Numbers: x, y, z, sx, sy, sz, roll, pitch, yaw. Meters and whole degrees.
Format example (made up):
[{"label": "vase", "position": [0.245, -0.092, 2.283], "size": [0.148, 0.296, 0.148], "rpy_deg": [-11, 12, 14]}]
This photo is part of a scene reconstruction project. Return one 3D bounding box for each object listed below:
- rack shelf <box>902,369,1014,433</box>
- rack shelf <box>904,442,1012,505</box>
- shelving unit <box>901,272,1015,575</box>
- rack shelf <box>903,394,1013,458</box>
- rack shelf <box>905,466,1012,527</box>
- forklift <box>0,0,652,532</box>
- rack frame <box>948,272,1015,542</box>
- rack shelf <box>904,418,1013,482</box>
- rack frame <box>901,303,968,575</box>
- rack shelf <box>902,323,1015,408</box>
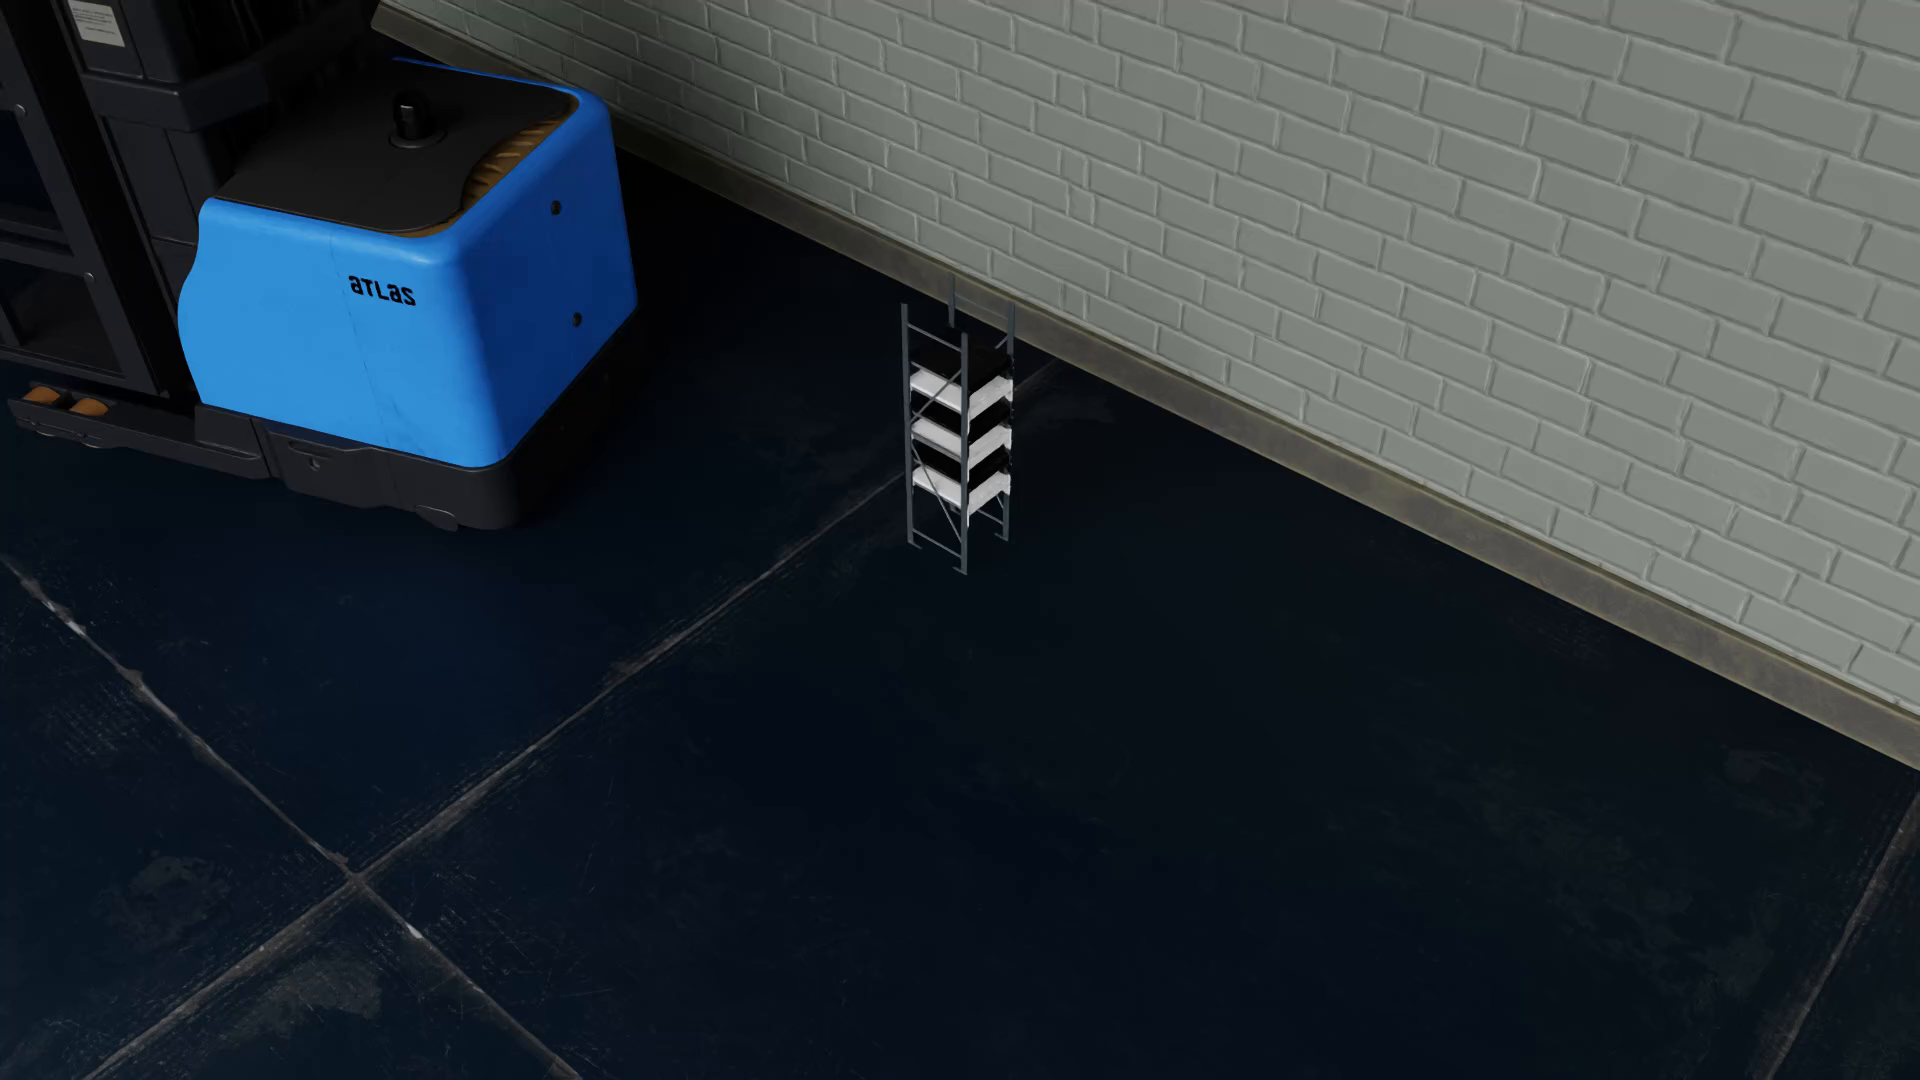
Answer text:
[{"label": "rack shelf", "position": [-0.005, -0.437, 4.844], "size": [0.258, 0.077, 0.200], "rpy_deg": [29, 50, 28]}, {"label": "rack shelf", "position": [-0.005, -0.238, 5.026], "size": [0.258, 0.077, 0.200], "rpy_deg": [29, 50, 28]}, {"label": "shelving unit", "position": [-0.005, -0.329, 4.943], "size": [0.258, 0.900, 0.210], "rpy_deg": [29, 50, 28]}, {"label": "rack shelf", "position": [-0.005, -0.371, 4.905], "size": [0.258, 0.077, 0.200], "rpy_deg": [29, 50, 28]}, {"label": "rack shelf", "position": [-0.005, -0.171, 5.086], "size": [0.258, 0.077, 0.200], "rpy_deg": [29, 50, 28]}, {"label": "forklift", "position": [-2.657, -1.713, 4.955], "size": [3.031, 2.935, 1.130], "rpy_deg": [13, 44, 14]}, {"label": "rack frame", "position": [0.060, -0.381, 5.000], "size": [0.240, 0.900, 0.006], "rpy_deg": [29, 50, 28]}, {"label": "rack shelf", "position": [-0.005, -0.304, 4.965], "size": [0.258, 0.077, 0.200], "rpy_deg": [29, 50, 28]}, {"label": "rack frame", "position": [-0.071, -0.276, 4.885], "size": [0.240, 0.900, 0.006], "rpy_deg": [29, 50, 28]}, {"label": "rack shelf", "position": [-0.005, -0.504, 4.783], "size": [0.258, 0.077, 0.200], "rpy_deg": [29, 50, 28]}]
